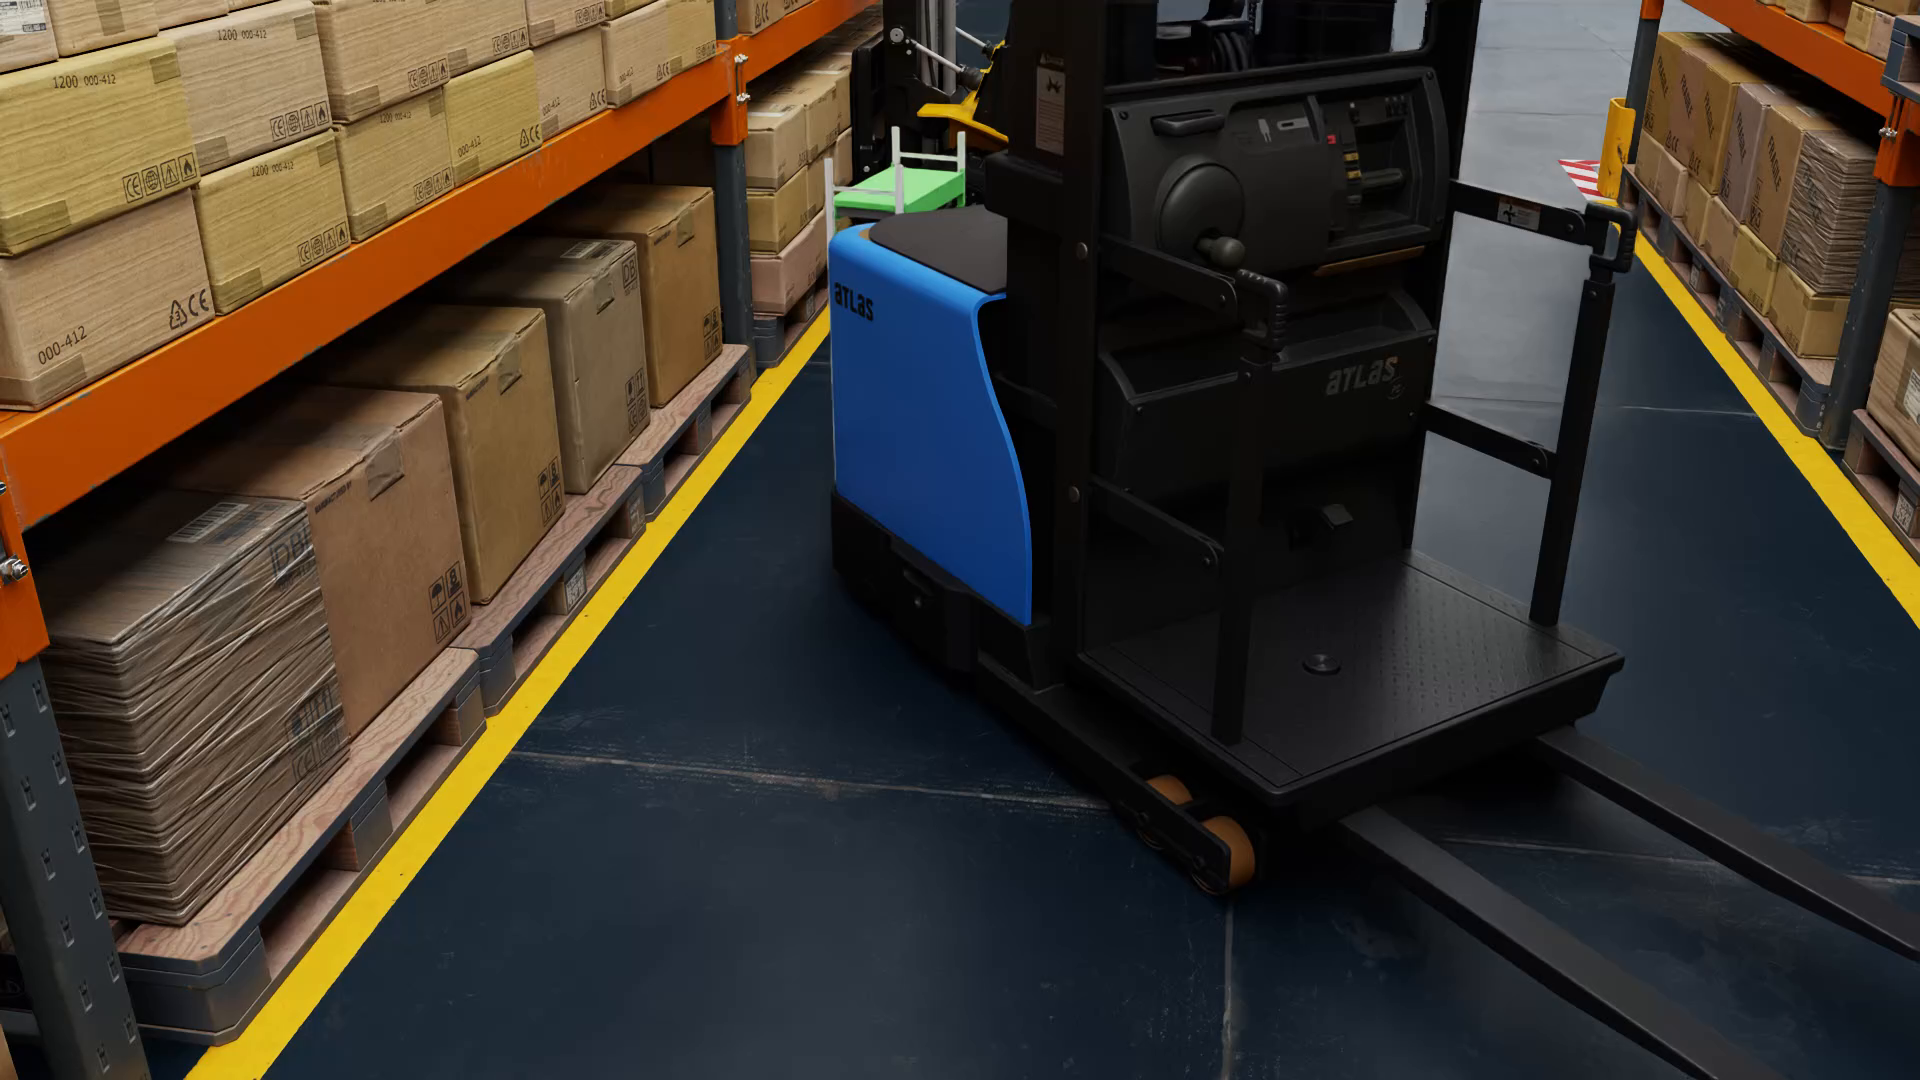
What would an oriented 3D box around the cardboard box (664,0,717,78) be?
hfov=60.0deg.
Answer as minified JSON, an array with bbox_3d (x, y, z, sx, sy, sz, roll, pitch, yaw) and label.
[{"bbox_3d":[-1.133,-1.708,5.537,0.500,0.250,0.500,5,25,10],"label":"cardboard box"}]

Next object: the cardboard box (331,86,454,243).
[{"bbox_3d":[-1.485,-0.858,3.723,0.500,0.250,0.500,3,25,7],"label":"cardboard box"}]

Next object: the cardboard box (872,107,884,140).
[{"bbox_3d":[-0.668,-1.988,8.118,0.500,0.250,0.500,4,25,8],"label":"cardboard box"}]

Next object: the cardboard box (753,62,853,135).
[{"bbox_3d":[-0.757,-2.005,7.564,0.500,0.250,0.500,5,26,10],"label":"cardboard box"}]

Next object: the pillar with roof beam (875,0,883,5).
[{"bbox_3d":[3.570,-8.377,12.532,9.100,9.000,0.400,4,25,9],"label":"pillar with roof beam"}]

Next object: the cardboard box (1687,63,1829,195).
[{"bbox_3d":[3.663,-1.863,7.556,0.500,0.500,0.500,5,25,10],"label":"cardboard box"}]

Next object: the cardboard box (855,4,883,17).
[{"bbox_3d":[-0.423,-2.861,9.393,0.500,0.250,0.500,5,26,10],"label":"cardboard box"}]

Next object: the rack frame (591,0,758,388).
[{"bbox_3d":[-1.309,-2.005,5.995,1.000,3.000,0.127,4,25,9],"label":"rack frame"}]

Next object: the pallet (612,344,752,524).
[{"bbox_3d":[-1.391,-0.431,5.922,1.003,0.211,1.213,4,25,9],"label":"pallet"}]

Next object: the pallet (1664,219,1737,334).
[{"bbox_3d":[3.861,-1.195,7.553,1.003,0.211,1.213,4,25,9],"label":"pallet"}]

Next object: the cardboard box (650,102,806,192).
[{"bbox_3d":[-0.920,-1.583,6.662,0.500,0.250,0.500,4,25,8],"label":"cardboard box"}]

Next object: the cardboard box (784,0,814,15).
[{"bbox_3d":[-0.910,-2.437,6.799,0.500,0.500,0.500,4,25,9],"label":"cardboard box"}]

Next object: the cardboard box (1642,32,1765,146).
[{"bbox_3d":[3.834,-2.292,8.471,0.500,0.500,0.500,3,25,7],"label":"cardboard box"}]

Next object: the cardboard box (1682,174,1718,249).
[{"bbox_3d":[3.670,-1.520,7.707,0.500,0.250,0.500,6,26,12],"label":"cardboard box"}]

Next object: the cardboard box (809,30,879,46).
[{"bbox_3d":[-0.573,-2.436,8.484,0.500,0.250,0.500,4,25,9],"label":"cardboard box"}]

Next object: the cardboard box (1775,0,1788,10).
[{"bbox_3d":[3.575,-2.234,6.781,0.380,0.149,0.250,4,25,8],"label":"cardboard box"}]

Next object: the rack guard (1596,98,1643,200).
[{"bbox_3d":[4.230,-2.171,9.299,1.175,0.500,0.348,4,25,9],"label":"rack guard"}]

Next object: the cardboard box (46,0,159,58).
[{"bbox_3d":[-1.578,-0.895,2.742,0.380,0.149,0.250,5,25,10],"label":"cardboard box"}]

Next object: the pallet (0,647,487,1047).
[{"bbox_3d":[-1.790,0.590,3.742,1.003,0.211,1.213,4,25,9],"label":"pallet"}]

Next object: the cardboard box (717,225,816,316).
[{"bbox_3d":[-0.903,-1.129,6.872,0.500,0.250,0.500,4,25,9],"label":"cardboard box"}]

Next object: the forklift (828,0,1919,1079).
[{"bbox_3d":[0.835,-0.787,3.474,1.130,2.935,3.031,-15,29,-29],"label":"forklift"}]

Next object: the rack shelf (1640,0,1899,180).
[{"bbox_3d":[3.915,-2.173,7.203,1.077,0.370,4.000,4,25,9],"label":"rack shelf"}]

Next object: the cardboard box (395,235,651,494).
[{"bbox_3d":[-1.518,-0.576,5.249,0.875,0.625,0.625,4,25,8],"label":"cardboard box"}]

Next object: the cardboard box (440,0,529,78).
[{"bbox_3d":[-1.404,-1.301,4.079,0.500,0.250,0.500,4,25,9],"label":"cardboard box"}]

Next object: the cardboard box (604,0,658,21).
[{"bbox_3d":[-1.214,-1.725,4.983,0.500,0.250,0.500,3,25,7],"label":"cardboard box"}]

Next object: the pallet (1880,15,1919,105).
[{"bbox_3d":[3.320,-1.266,4.643,1.003,0.211,1.213,4,25,9],"label":"pallet"}]

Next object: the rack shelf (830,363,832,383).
[{"bbox_3d":[-0.185,-0.566,5.195,0.258,0.148,0.480,9,27,19],"label":"rack shelf"}]

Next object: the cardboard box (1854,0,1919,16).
[{"bbox_3d":[3.416,-2.045,5.613,0.500,0.500,0.500,3,25,7],"label":"cardboard box"}]

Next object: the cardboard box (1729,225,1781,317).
[{"bbox_3d":[3.497,-1.097,6.802,0.500,0.250,0.500,3,25,7],"label":"cardboard box"}]

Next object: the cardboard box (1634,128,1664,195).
[{"bbox_3d":[3.838,-1.962,8.651,0.500,0.250,0.500,4,25,8],"label":"cardboard box"}]

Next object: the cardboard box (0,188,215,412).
[{"bbox_3d":[-1.649,-0.433,2.813,0.500,0.250,0.500,4,25,9],"label":"cardboard box"}]

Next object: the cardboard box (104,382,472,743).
[{"bbox_3d":[-1.748,0.020,3.975,0.875,0.625,0.625,5,26,10],"label":"cardboard box"}]

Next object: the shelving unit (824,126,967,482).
[{"bbox_3d":[-0.185,-0.624,5.168,0.258,1.200,0.503,9,27,19],"label":"shelving unit"}]

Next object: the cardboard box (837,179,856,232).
[{"bbox_3d":[-0.767,-1.558,7.789,0.500,0.250,0.500,4,25,9],"label":"cardboard box"}]

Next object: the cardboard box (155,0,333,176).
[{"bbox_3d":[-1.566,-0.868,3.154,0.500,0.250,0.500,5,26,10],"label":"cardboard box"}]

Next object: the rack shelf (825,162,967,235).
[{"bbox_3d":[-0.185,-1.001,4.992,0.258,0.148,0.480,9,27,19],"label":"rack shelf"}]

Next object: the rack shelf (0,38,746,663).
[{"bbox_3d":[-1.636,-0.842,4.360,1.077,0.370,4.000,4,25,9],"label":"rack shelf"}]

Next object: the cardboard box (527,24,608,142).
[{"bbox_3d":[-1.321,-1.292,4.648,0.500,0.250,0.500,4,25,9],"label":"cardboard box"}]

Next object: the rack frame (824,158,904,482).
[{"bbox_3d":[-0.273,-0.528,4.962,0.240,1.200,0.015,9,27,19],"label":"rack frame"}]

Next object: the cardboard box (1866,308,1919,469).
[{"bbox_3d":[3.505,-0.443,5.262,0.950,0.372,0.625,4,25,9],"label":"cardboard box"}]

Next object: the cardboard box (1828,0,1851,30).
[{"bbox_3d":[3.548,-2.016,6.315,0.380,0.149,0.250,4,25,8],"label":"cardboard box"}]

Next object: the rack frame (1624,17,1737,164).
[{"bbox_3d":[4.242,-3.335,8.837,1.000,3.000,0.127,4,25,9],"label":"rack frame"}]

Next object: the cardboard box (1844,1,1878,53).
[{"bbox_3d":[3.374,-1.809,5.873,0.380,0.149,0.250,5,25,10],"label":"cardboard box"}]

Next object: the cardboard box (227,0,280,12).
[{"bbox_3d":[-1.531,-1.115,3.211,0.380,0.149,0.250,4,25,9],"label":"cardboard box"}]

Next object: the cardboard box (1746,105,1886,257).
[{"bbox_3d":[3.502,-1.426,6.621,0.500,0.500,0.500,4,25,9],"label":"cardboard box"}]

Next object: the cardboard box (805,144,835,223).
[{"bbox_3d":[-0.845,-1.568,7.219,0.500,0.250,0.500,4,25,8],"label":"cardboard box"}]
